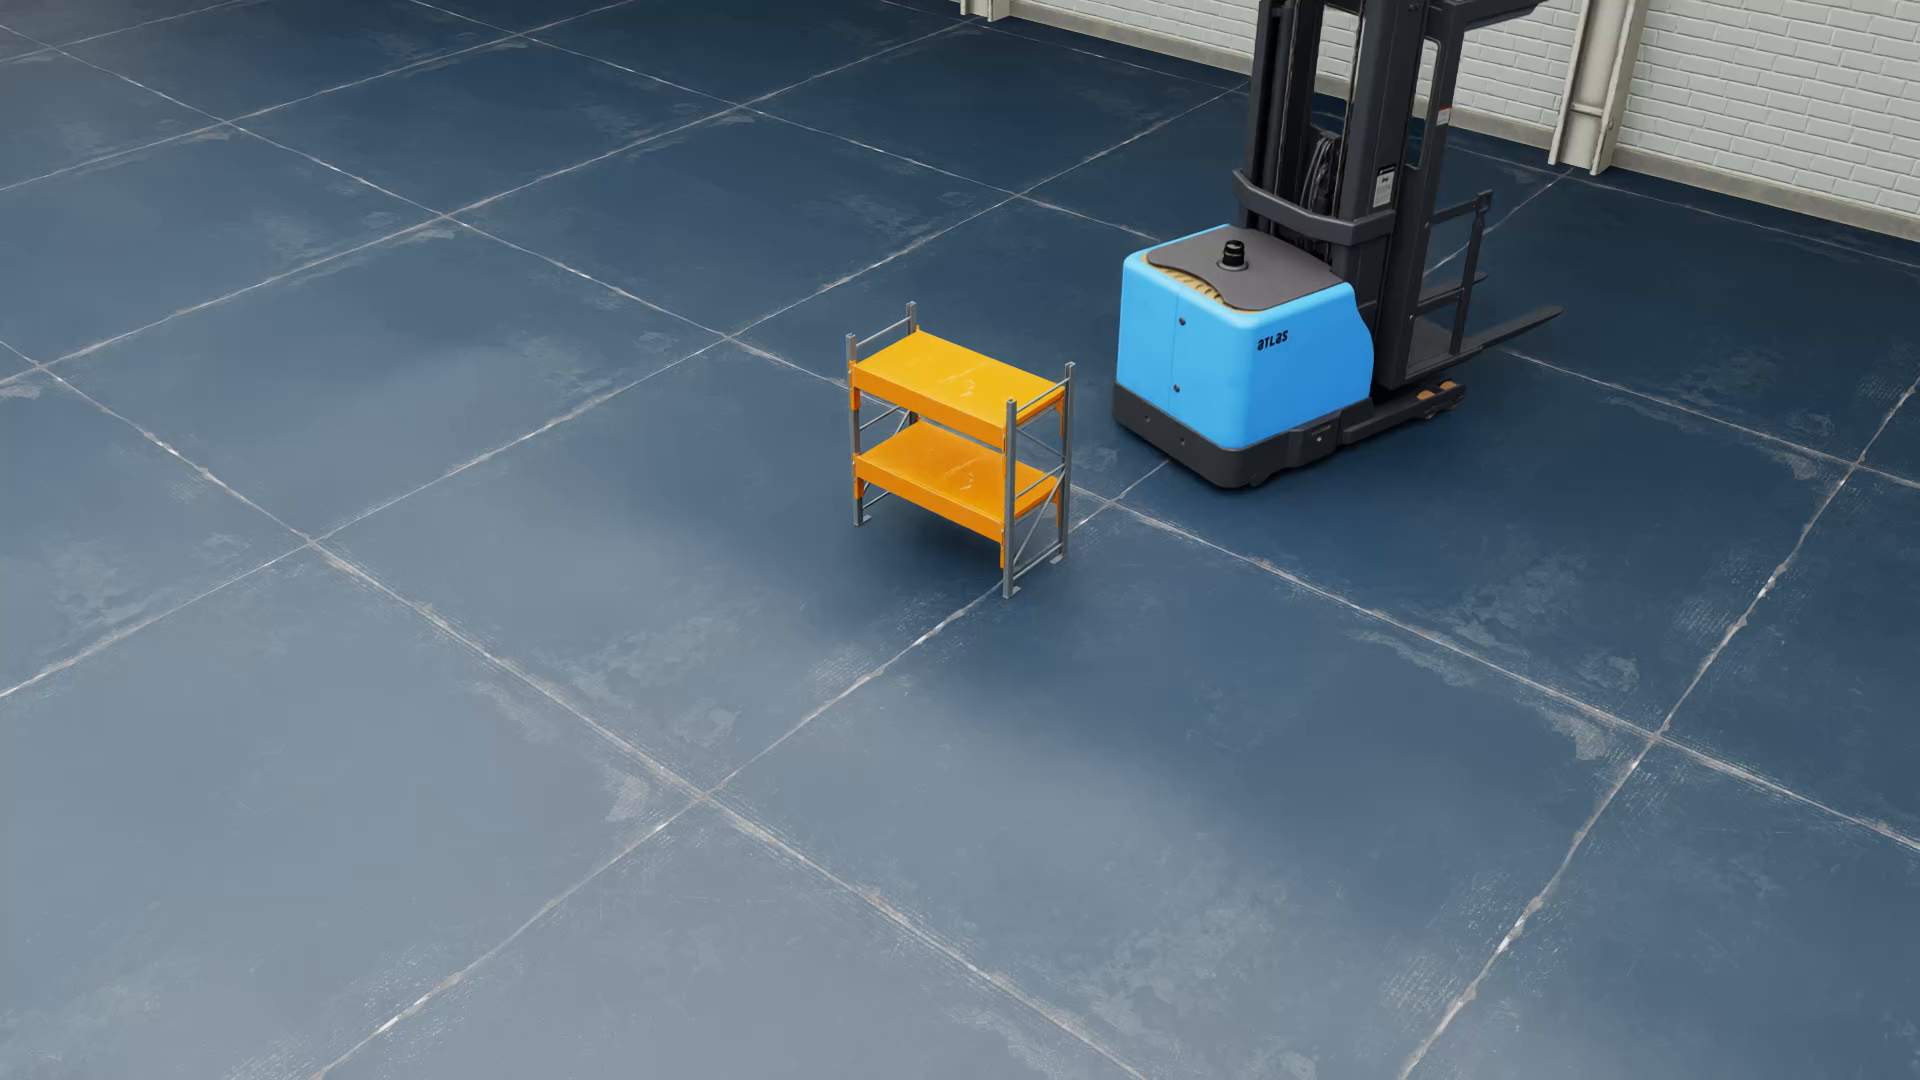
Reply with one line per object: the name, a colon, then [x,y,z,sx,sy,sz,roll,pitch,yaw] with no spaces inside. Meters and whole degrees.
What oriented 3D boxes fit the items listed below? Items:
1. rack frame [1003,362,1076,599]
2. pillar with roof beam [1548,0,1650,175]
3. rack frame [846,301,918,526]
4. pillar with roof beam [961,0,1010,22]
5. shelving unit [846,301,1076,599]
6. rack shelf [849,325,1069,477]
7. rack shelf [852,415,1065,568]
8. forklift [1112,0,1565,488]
rack frame: [0.385,-0.282,8.167,0.032,1.125,0.500,25,42,32]
pillar with roof beam: [2.109,-4.792,7.778,0.400,9.000,9.100,25,42,32]
rack frame: [-0.396,-0.650,8.703,0.032,1.125,0.500,25,42,32]
pillar with roof beam: [-2.503,-6.965,10.943,0.400,9.000,9.100,25,42,32]
shelving unit: [-0.005,-0.466,8.435,1.048,1.125,0.538,25,42,32]
rack shelf: [-0.005,-0.707,8.269,1.000,0.278,0.538,25,42,32]
rack shelf: [-0.005,-0.265,8.574,1.000,0.278,0.538,25,42,32]
forklift: [2.381,-2.142,9.280,3.031,2.935,1.130,-22,40,-28]
